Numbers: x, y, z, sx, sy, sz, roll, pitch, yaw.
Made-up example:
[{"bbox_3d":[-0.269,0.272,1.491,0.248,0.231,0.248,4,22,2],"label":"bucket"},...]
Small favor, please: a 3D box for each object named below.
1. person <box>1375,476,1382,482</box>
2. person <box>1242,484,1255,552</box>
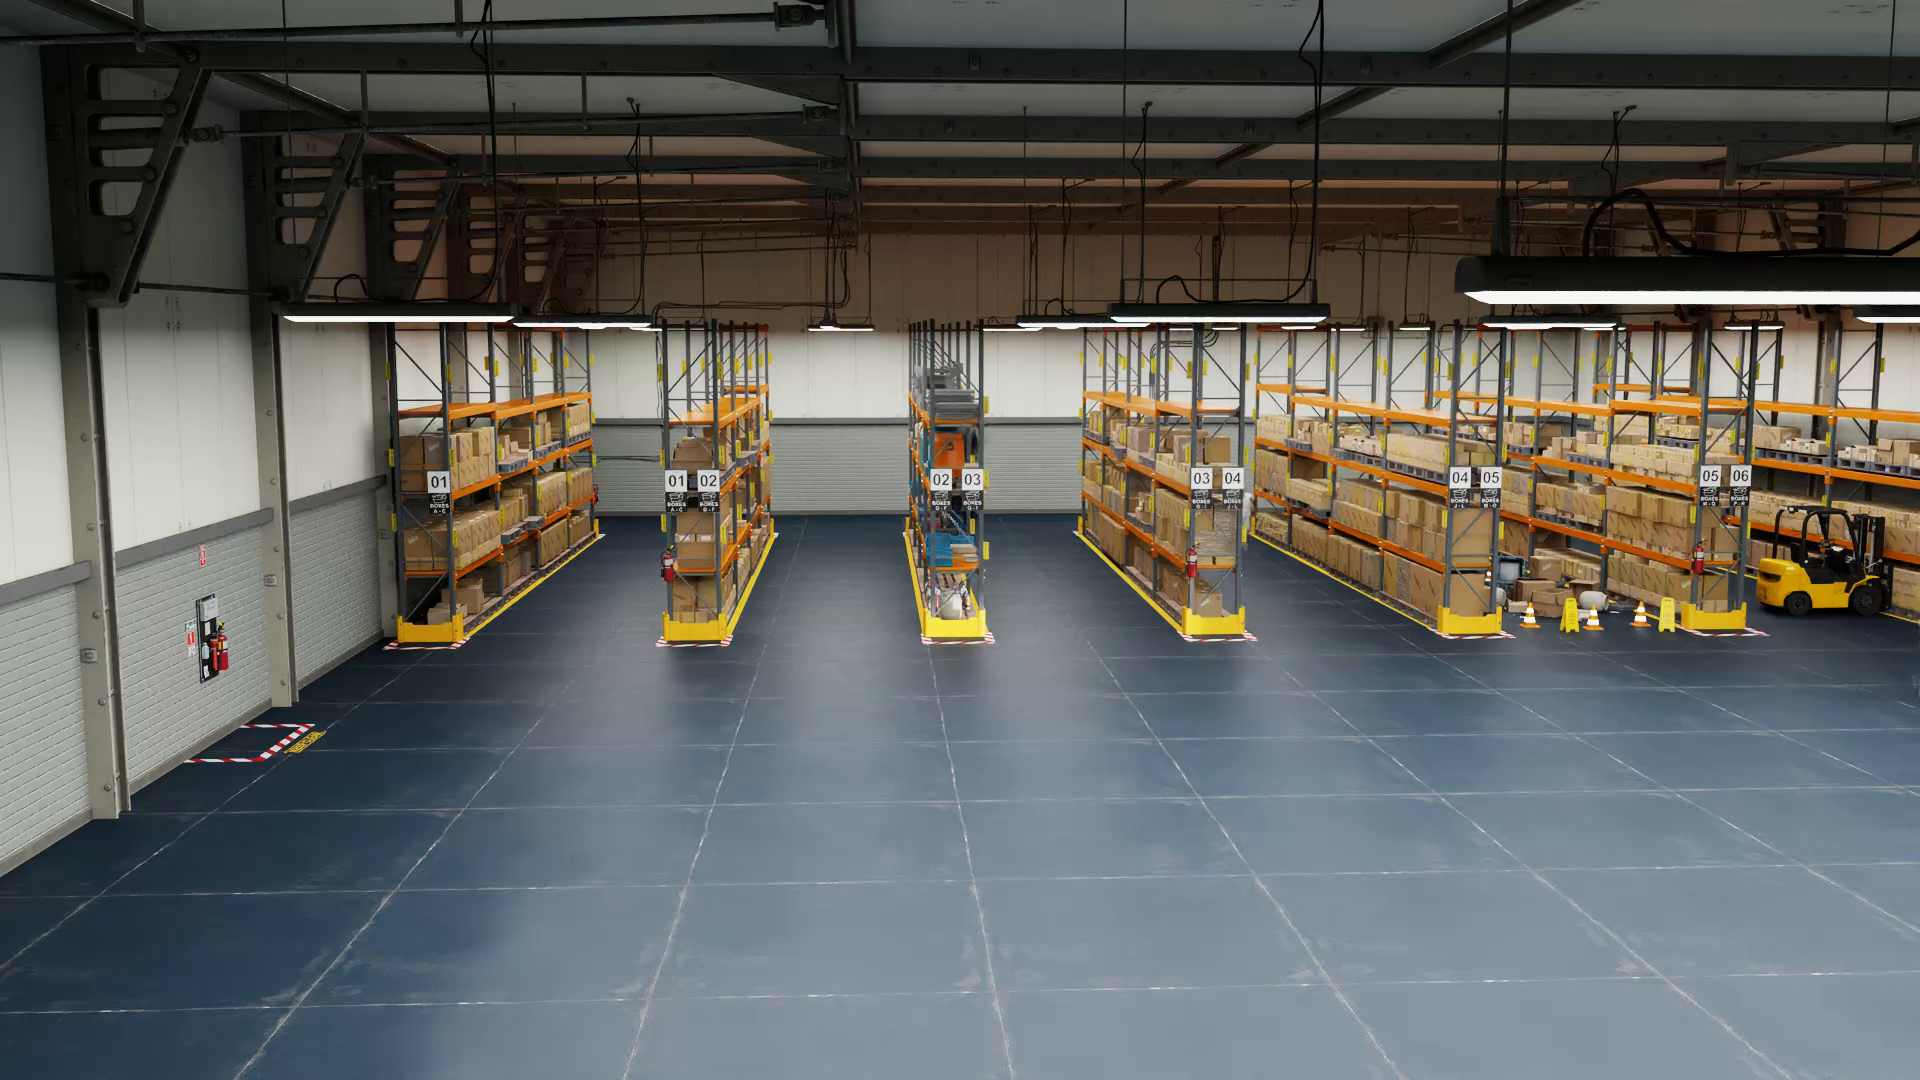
[{"bbox_3d":[12.489,-1.188,49.459,0.713,1.628,0.589,0,7,-2],"label":"person"},{"bbox_3d":[7.517,-0.607,44.219,0.710,1.801,0.891,0,7,2],"label":"person"}]
